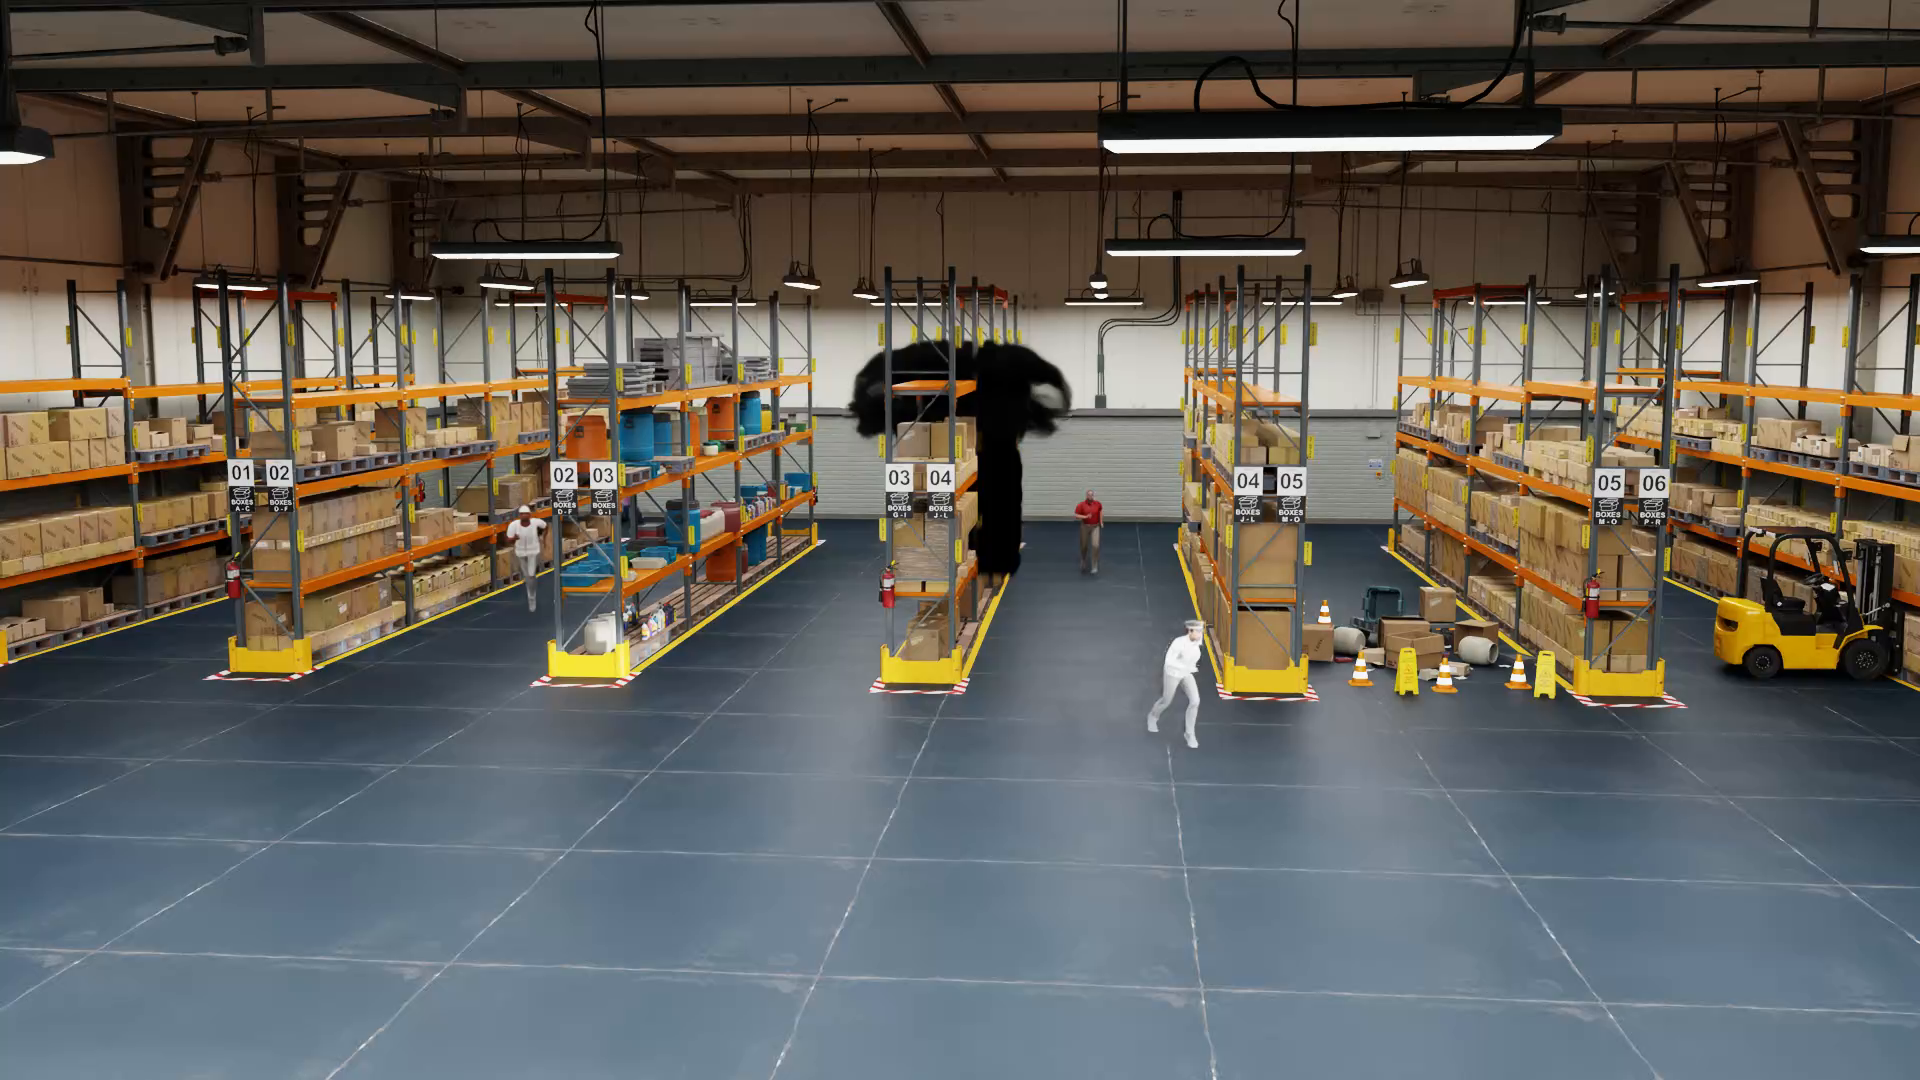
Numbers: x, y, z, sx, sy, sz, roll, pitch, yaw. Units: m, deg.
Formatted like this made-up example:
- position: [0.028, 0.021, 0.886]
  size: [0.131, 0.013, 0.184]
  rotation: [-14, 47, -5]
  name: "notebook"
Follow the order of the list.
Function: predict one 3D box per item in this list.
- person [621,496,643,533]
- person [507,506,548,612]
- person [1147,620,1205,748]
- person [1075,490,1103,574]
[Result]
- position: [-8.364, -0.891, 42.039]
  size: [0.904, 1.580, 0.552]
  rotation: [5, 8, 35]
  name: "person"
- position: [-7.654, 0.318, 29.435]
  size: [0.662, 1.882, 0.802]
  rotation: [0, 7, -2]
  name: "person"
- position: [2.688, 1.741, 20.701]
  size: [0.657, 1.623, 0.960]
  rotation: [-5, 9, -35]
  name: "person"
- position: [2.767, -0.198, 35.690]
  size: [0.642, 1.768, 0.915]
  rotation: [-1, 7, -5]
  name: "person"
